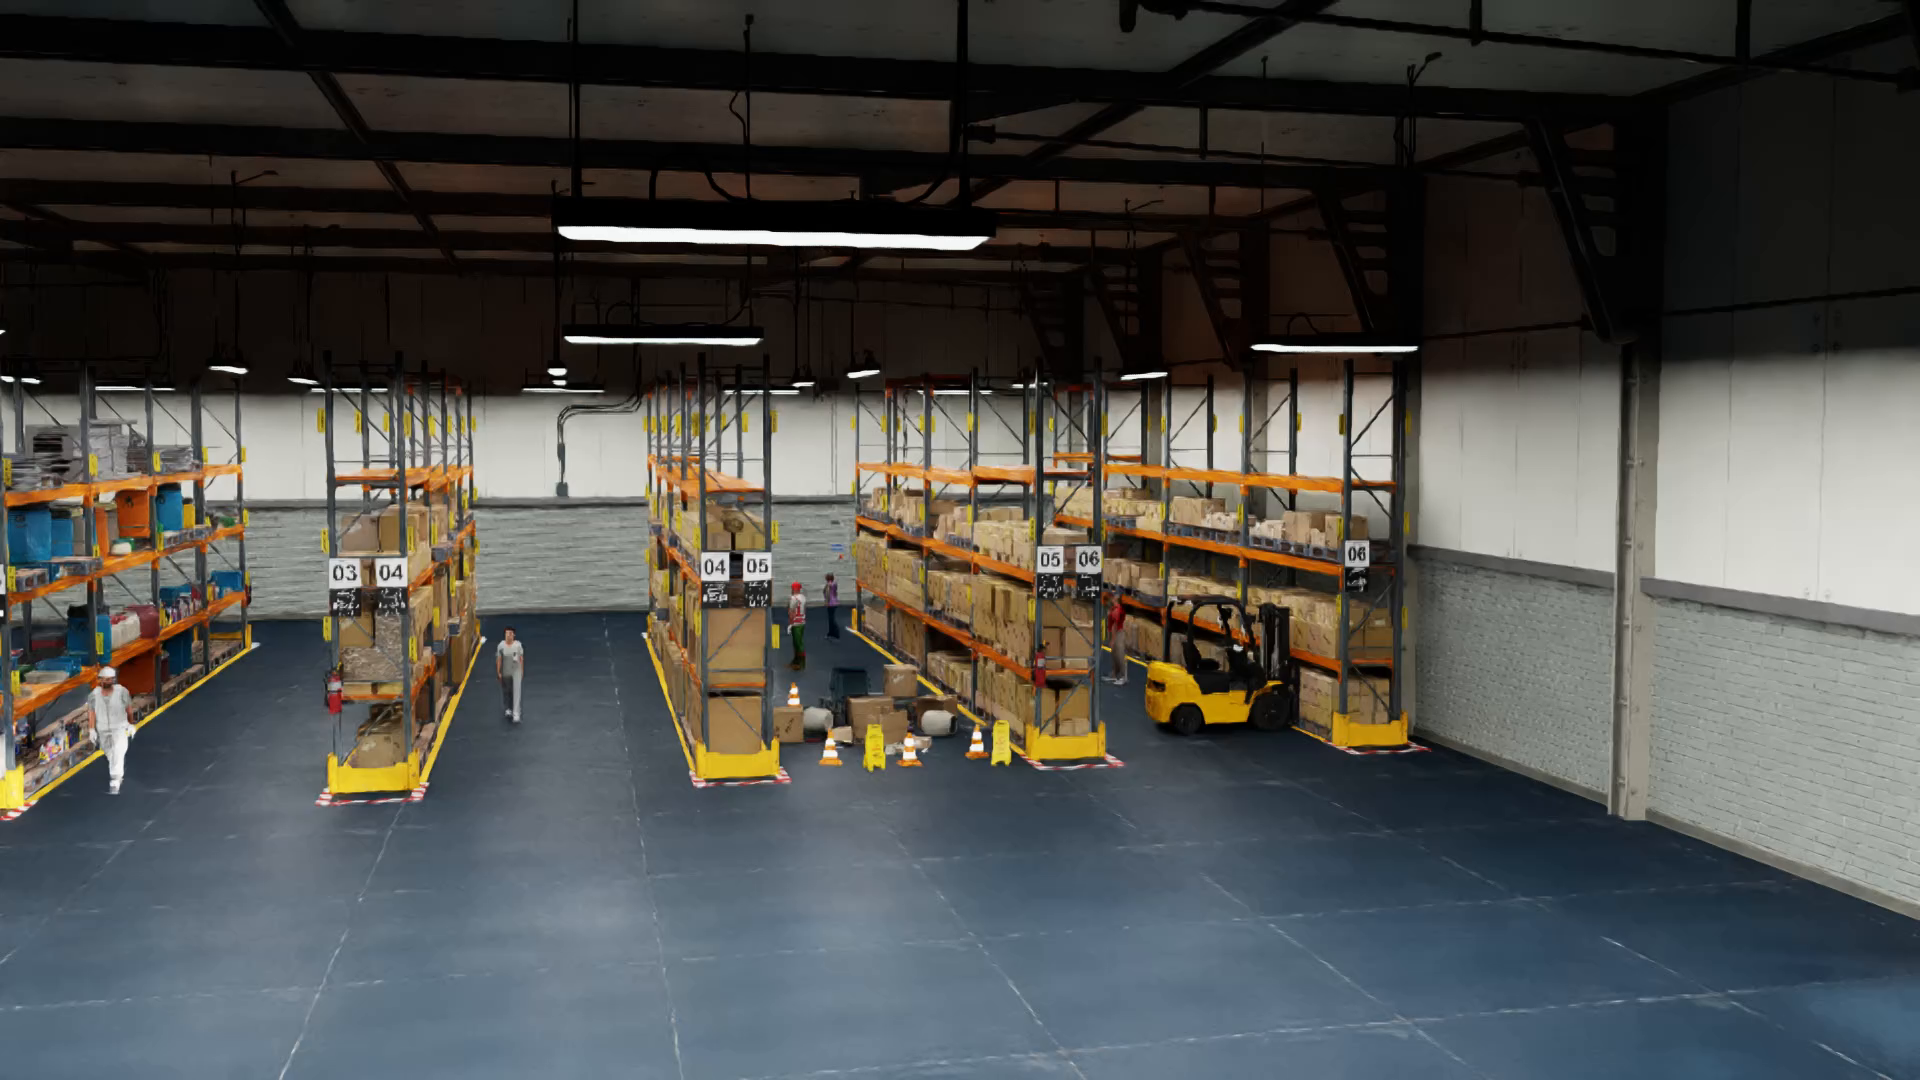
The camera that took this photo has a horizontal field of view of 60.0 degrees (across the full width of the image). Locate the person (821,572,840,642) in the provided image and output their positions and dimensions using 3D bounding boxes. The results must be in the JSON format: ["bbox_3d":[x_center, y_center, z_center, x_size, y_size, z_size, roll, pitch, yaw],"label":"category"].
[{"bbox_3d":[-2.994,1.526,38.343,0.527,1.592,0.522,1,4,16],"label":"person"}]

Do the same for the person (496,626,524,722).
[{"bbox_3d":[-7.614,2.235,28.119,0.446,1.590,1.109,-1,4,-11],"label":"person"}]

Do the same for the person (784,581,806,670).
[{"bbox_3d":[-3.367,1.731,34.016,0.547,1.785,0.646,1,4,16],"label":"person"}]

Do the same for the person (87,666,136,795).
[{"bbox_3d":[-11.562,2.560,22.610,0.553,1.709,1.123,-1,4,-11],"label":"person"}]

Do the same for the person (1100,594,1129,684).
[{"bbox_3d":[2.997,1.891,32.139,0.591,1.722,0.661,1,4,13],"label":"person"}]
